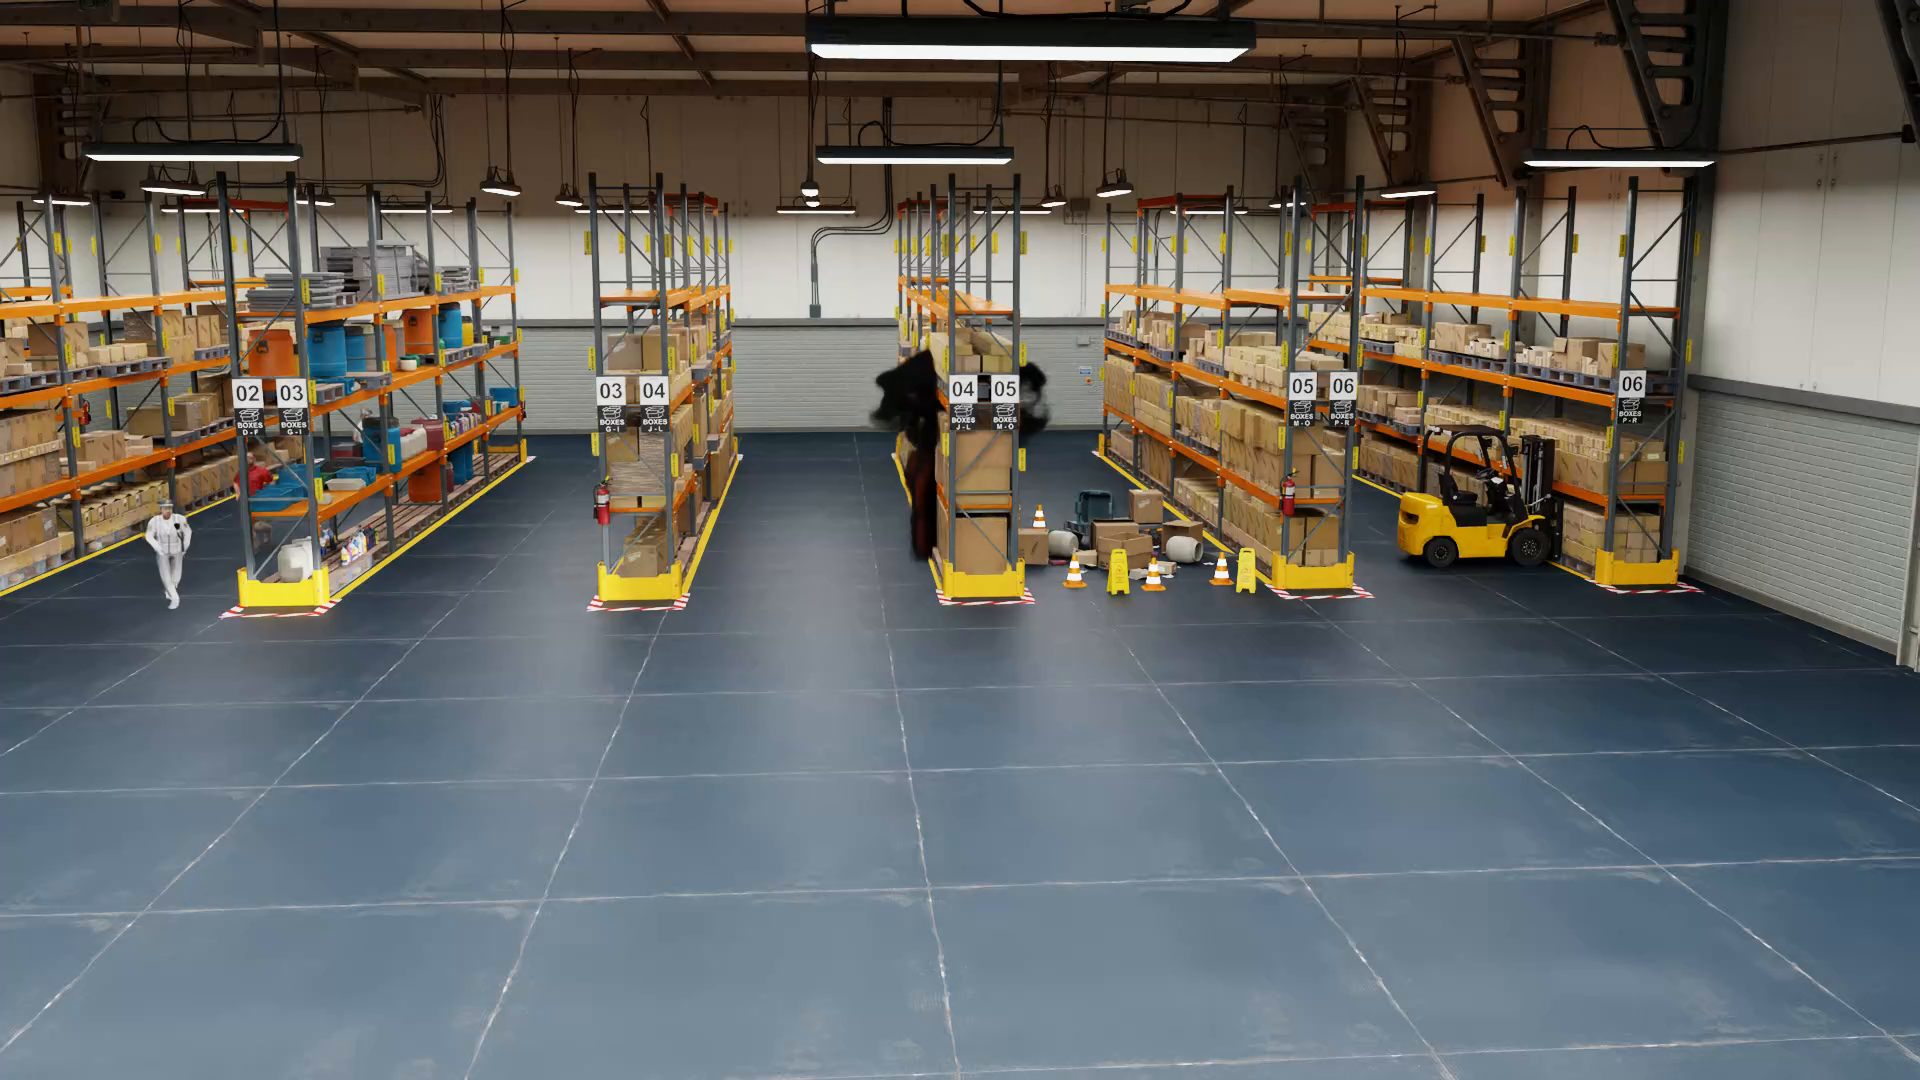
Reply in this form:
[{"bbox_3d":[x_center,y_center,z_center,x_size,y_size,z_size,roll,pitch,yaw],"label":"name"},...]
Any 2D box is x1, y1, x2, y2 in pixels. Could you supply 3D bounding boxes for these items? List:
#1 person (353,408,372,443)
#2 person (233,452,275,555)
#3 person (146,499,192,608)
[{"bbox_3d":[-12.122,-1.845,34.184,0.678,1.752,0.674,0,10,1],"label":"person"},{"bbox_3d":[-11.646,-0.615,27.408,0.665,1.688,0.603,0,10,1],"label":"person"},{"bbox_3d":[-11.029,0.171,23.228,0.592,1.577,0.630,-5,11,-27],"label":"person"}]
